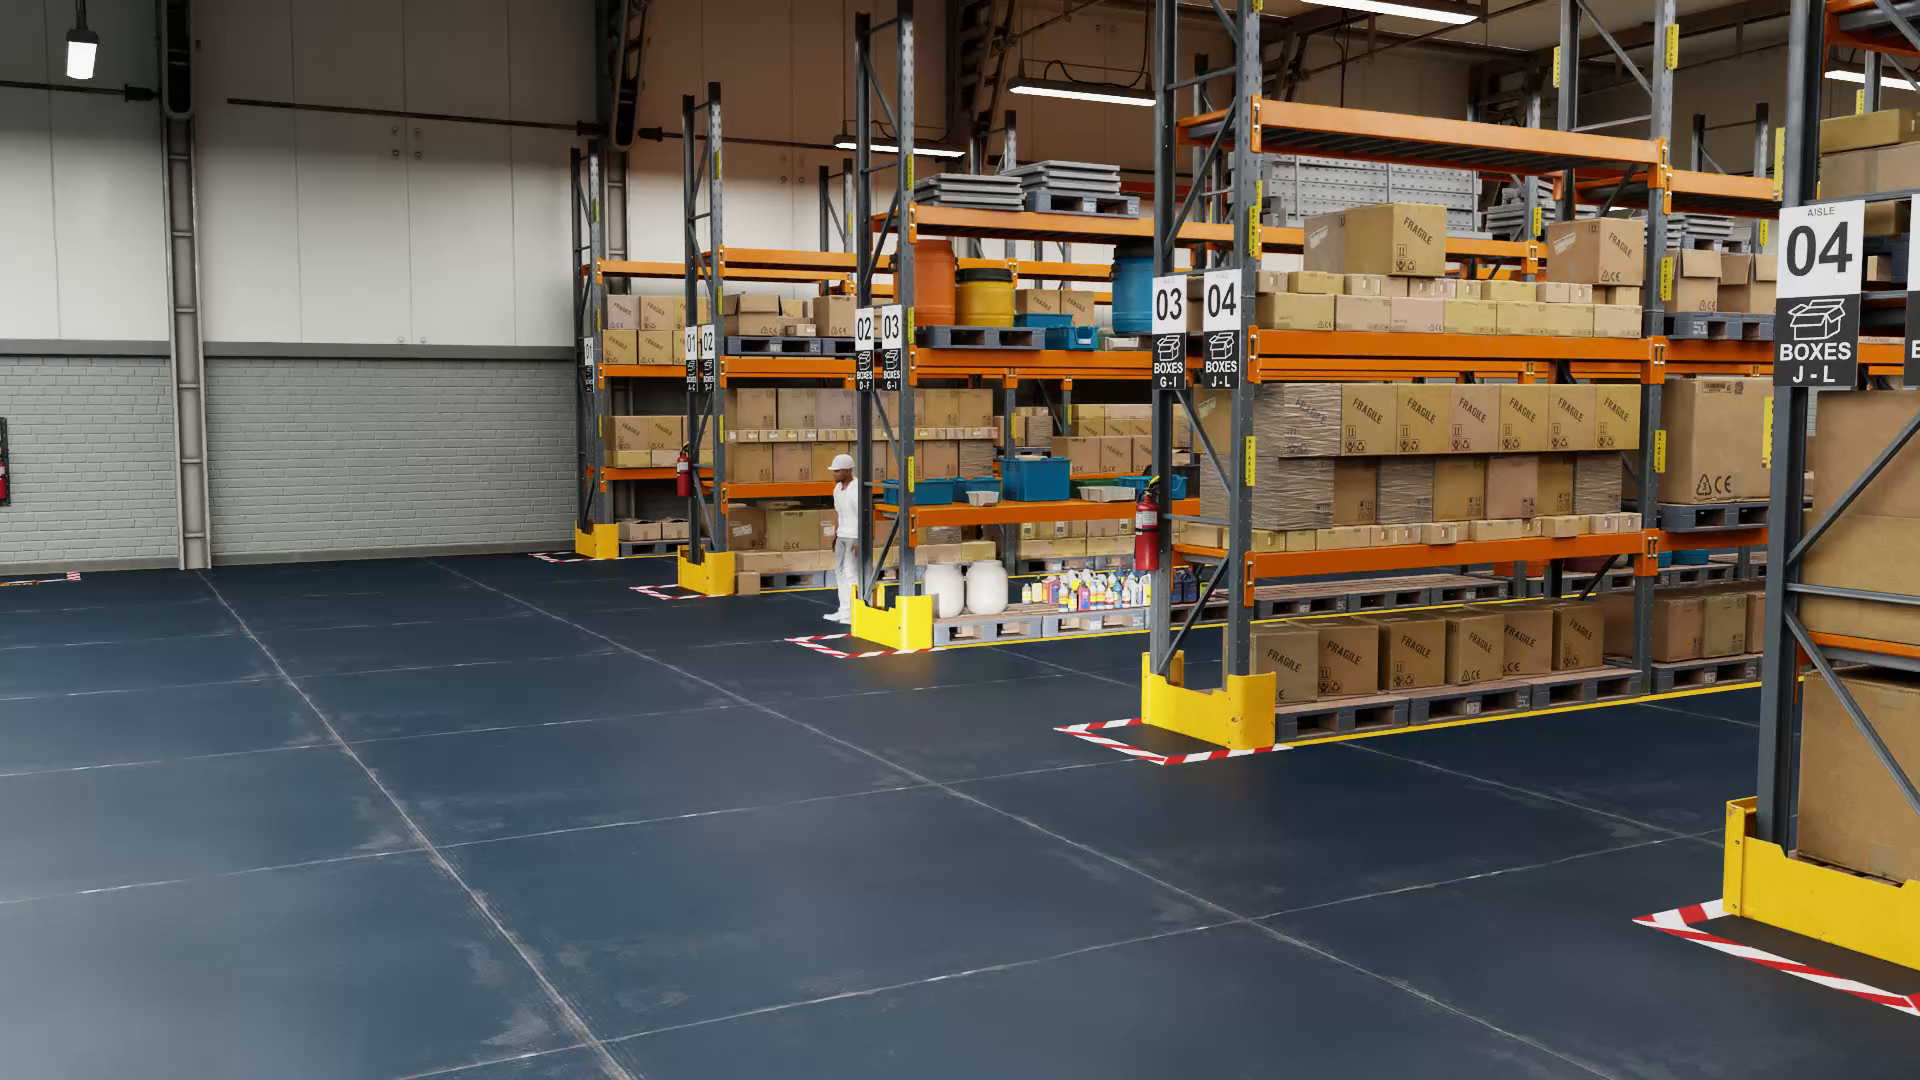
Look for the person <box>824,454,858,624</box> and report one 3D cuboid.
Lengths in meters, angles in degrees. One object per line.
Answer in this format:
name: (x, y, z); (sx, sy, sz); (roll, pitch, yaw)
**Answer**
person: (-1.167, -0.015, 17.331); (0.463, 1.760, 0.632); (-3, 6, -29)
